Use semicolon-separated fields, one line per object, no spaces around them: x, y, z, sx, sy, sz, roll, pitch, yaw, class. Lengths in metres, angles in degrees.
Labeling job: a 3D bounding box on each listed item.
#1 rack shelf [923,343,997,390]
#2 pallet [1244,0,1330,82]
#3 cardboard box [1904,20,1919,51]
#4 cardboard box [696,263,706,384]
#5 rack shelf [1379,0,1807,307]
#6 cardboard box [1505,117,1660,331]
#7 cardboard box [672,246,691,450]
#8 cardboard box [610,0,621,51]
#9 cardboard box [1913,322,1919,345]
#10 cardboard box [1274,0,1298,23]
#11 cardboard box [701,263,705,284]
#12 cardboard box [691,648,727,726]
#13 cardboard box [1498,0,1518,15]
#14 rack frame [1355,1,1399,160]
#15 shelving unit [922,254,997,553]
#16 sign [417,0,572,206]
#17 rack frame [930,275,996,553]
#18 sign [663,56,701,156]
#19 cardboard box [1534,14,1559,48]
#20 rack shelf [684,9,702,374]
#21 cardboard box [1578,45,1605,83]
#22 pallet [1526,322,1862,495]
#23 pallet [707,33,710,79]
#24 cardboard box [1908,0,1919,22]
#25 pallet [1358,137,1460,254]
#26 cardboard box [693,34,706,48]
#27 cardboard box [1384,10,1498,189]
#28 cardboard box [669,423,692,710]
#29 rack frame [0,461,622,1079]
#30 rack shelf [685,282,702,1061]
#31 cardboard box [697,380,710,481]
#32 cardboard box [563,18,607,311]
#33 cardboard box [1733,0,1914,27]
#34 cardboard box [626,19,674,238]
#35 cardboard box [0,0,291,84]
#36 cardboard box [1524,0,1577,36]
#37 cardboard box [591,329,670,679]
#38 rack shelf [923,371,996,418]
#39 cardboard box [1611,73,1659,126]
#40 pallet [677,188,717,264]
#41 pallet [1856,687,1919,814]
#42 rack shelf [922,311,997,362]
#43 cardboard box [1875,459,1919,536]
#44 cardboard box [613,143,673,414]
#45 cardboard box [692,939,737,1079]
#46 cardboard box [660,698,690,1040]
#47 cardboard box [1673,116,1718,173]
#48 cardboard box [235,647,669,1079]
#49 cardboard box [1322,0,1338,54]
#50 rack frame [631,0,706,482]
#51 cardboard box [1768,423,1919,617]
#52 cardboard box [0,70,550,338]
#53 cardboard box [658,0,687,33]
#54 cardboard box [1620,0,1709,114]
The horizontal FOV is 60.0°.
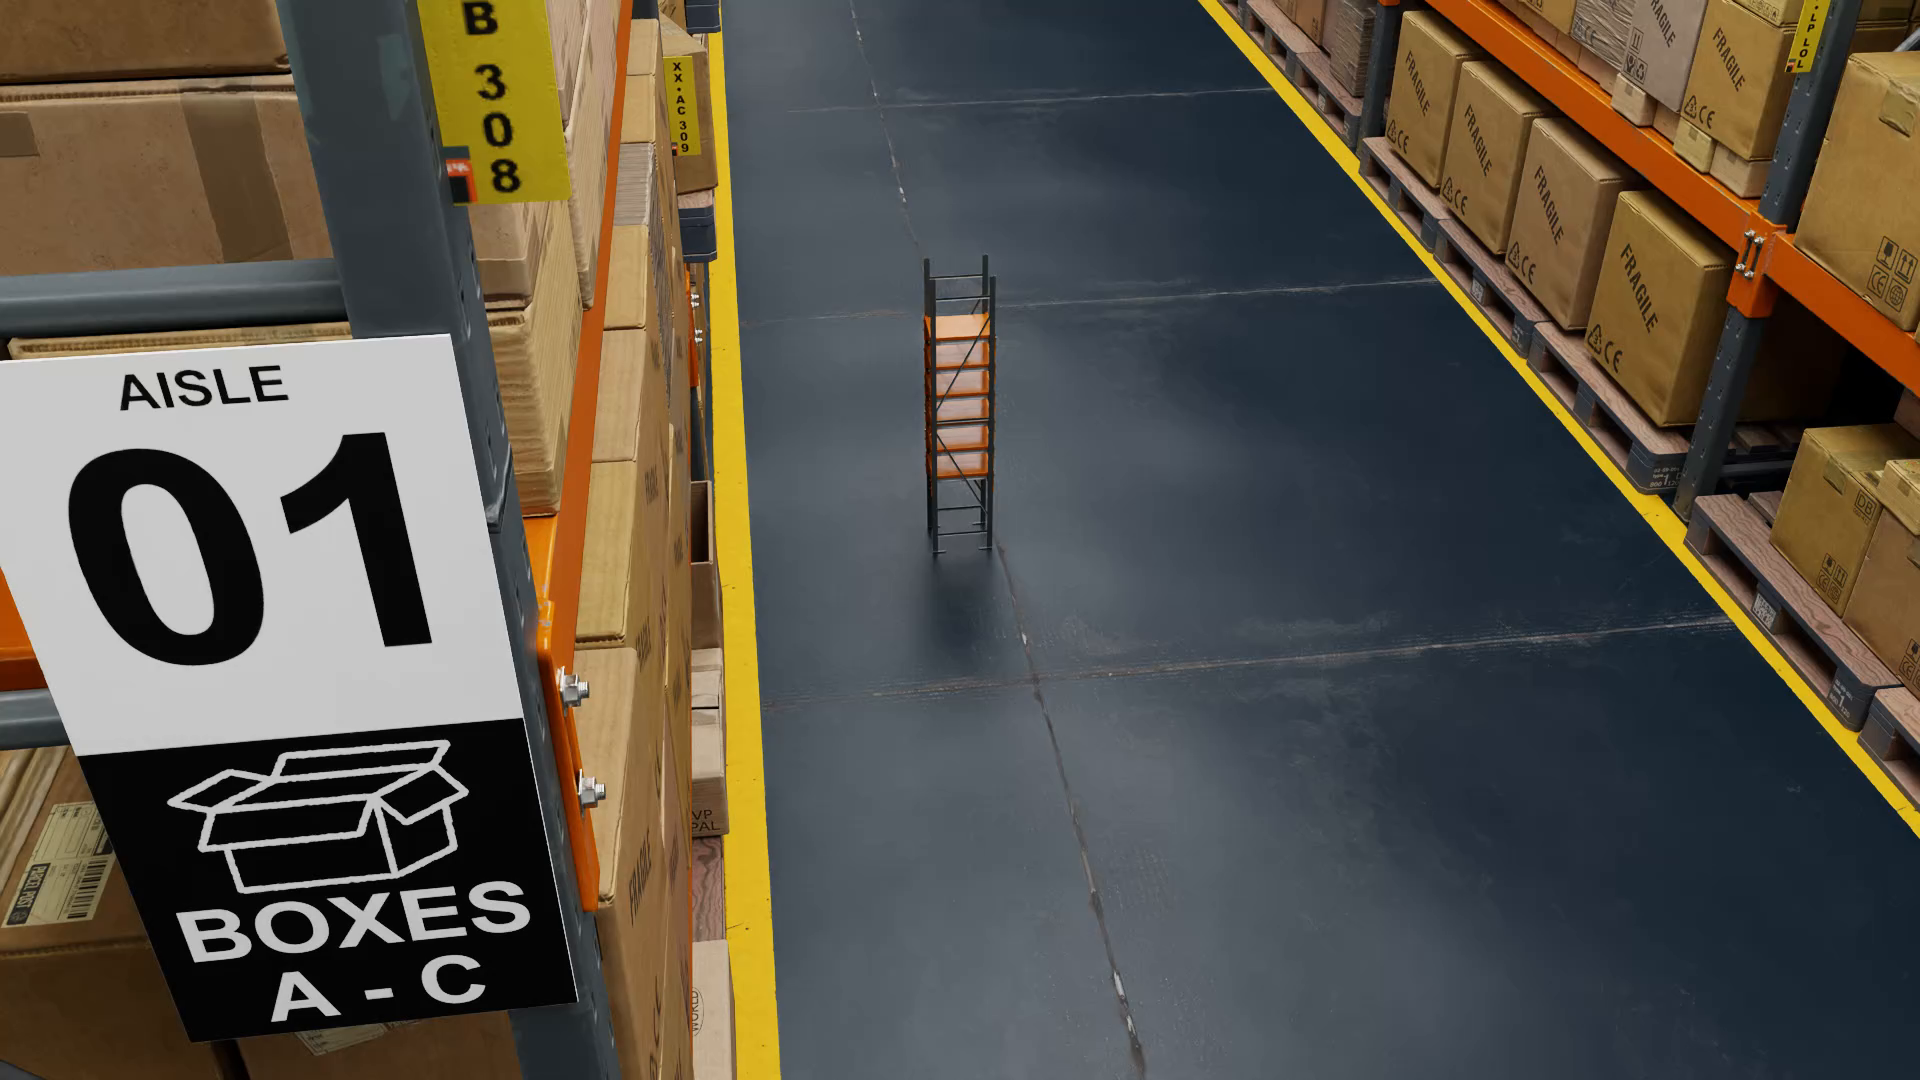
-0.002;-0.665;6.314;0.258;0.103;0.180;-4;35;-6;rack shelf
2.668;-3.568;11.799;1.003;0.211;1.213;-4;35;-6;pallet
3.659;-1.821;6.388;0.500;0.500;0.500;-6;35;-8;cardboard box
-1.404;-1.009;7.396;0.500;0.500;0.500;-4;34;-6;cardboard box
3.202;-2.192;7.942;1.077;0.370;4.000;-4;35;-6;rack shelf
3.132;-1.507;7.834;0.750;0.750;0.750;-3;34;-5;cardboard box
-1.045;-0.490;4.717;0.500;0.500;0.500;-3;34;-5;cardboard box
-0.913;-1.085;3.148;0.500;0.250;0.500;-4;35;-6;cardboard box
3.620;-0.785;4.972;0.980;0.700;0.700;-5;35;-8;cardboard box
2.658;-4.004;11.791;0.700;0.500;0.500;-4;34;-6;cardboard box
-1.548;-1.584;8.240;0.500;0.500;0.500;-6;35;-8;cardboard box
-0.970;0.502;5.491;0.380;0.149;0.250;-4;35;-6;cardboard box
2.924;-2.737;8.308;0.380;0.149;0.250;-4;34;-5;cardboard box
2.933;-3.605;9.377;1.000;3.000;0.127;-4;35;-6;rack frame
-0.002;-0.504;6.424;0.258;1.200;0.189;-4;35;-6;shelving unit
-0.362;-0.406;1.242;0.100;0.325;0.005;-4;35;-6;sign
0.010;-0.453;6.349;0.240;1.200;0.006;-4;35;-6;rack frame
-0.901;-1.399;5.370;0.100;0.325;0.005;-4;35;-6;sign
2.965;-2.453;7.892;0.380;0.149;0.250;-4;34;-6;cardboard box
-1.706;-1.815;7.388;1.077;0.370;4.000;-4;35;-6;rack shelf
3.017;-2.157;7.457;0.380;0.149;0.250;-5;35;-8;cardboard box
3.292;-0.646;7.510;1.003;0.211;1.213;-4;35;-6;pallet
-2.208;-3.217;11.284;1.003;0.211;1.213;-4;35;-6;pallet
3.667;-2.132;6.178;0.500;0.250;0.500;-3;34;-5;cardboard box
2.964;-2.007;9.508;1.003;0.211;1.213;-4;35;-6;pallet
-1.755;-2.811;9.783;0.500;0.311;0.500;-3;34;-5;cardboard box
2.902;-2.470;9.247;0.750;0.750;0.750;-5;35;-7;cardboard box
-0.903;0.081;3.879;0.500;0.500;0.500;-4;34;-6;cardboard box
-0.899;1.236;2.272;1.000;3.000;0.127;-4;35;-6;rack frame
-1.168;0.418;4.113;1.077;0.370;4.000;-4;35;-6;rack shelf
-1.261;-0.433;6.551;0.500;0.500;0.500;-6;35;-9;cardboard box
-0.771;-0.527;2.330;0.500;0.250;0.500;-4;35;-6;cardboard box
3.154;-2.097;6.127;0.500;0.250;0.500;-4;34;-5;cardboard box
-1.113;-1.188;4.853;0.500;0.500;0.500;-4;34;-6;cardboard box
-0.985;-0.743;1.537;0.700;0.500;0.500;-4;35;-6;cardboard box
2.949;-2.627;7.571;0.500;0.500;0.500;-3;34;-5;cardboard box
-0.838;-0.056;3.193;0.500;0.500;0.500;-4;34;-6;cardboard box
-0.002;-0.566;6.381;0.258;0.103;0.180;-4;35;-6;rack shelf
3.003;-1.875;7.043;0.380;0.149;0.250;-4;35;-6;cardboard box
-1.437;-1.371;6.268;1.003;0.211;1.213;-4;35;-6;pallet
3.663;0.892;5.254;1.003;0.211;1.213;-4;35;-6;pallet
-0.002;-0.765;6.246;0.258;0.103;0.180;-4;35;-6;rack shelf
3.335;-0.152;5.580;0.380;0.149;0.250;-3;34;-5;cardboard box
-0.974;-0.621;4.021;0.500;0.500;0.500;-4;34;-6;cardboard box
-0.826;1.308;4.218;0.500;0.250;0.500;-4;35;-6;cardboard box
-0.772;0.640;3.059;0.500;0.500;0.500;-5;35;-7;cardboard box
3.087;-1.584;6.616;0.380;0.149;0.250;-4;34;-5;cardboard box
-0.698;0.514;2.355;0.500;0.500;0.500;-3;34;-5;cardboard box
2.830;-3.448;10.975;0.700;0.500;0.500;-4;35;-6;cardboard box
-1.437;-0.996;5.548;1.000;3.000;0.127;-4;35;-6;rack frame
3.470;-0.089;6.063;0.700;0.500;0.500;-4;34;-6;cardboard box
-0.711;-0.454;1.779;0.500;0.250;0.500;-4;35;-6;cardboard box
-1.435;-1.871;6.370;0.700;0.500;0.500;1;34;1;cardboard box
3.081;-2.068;6.750;0.500;0.500;0.500;-4;34;-6;cardboard box
